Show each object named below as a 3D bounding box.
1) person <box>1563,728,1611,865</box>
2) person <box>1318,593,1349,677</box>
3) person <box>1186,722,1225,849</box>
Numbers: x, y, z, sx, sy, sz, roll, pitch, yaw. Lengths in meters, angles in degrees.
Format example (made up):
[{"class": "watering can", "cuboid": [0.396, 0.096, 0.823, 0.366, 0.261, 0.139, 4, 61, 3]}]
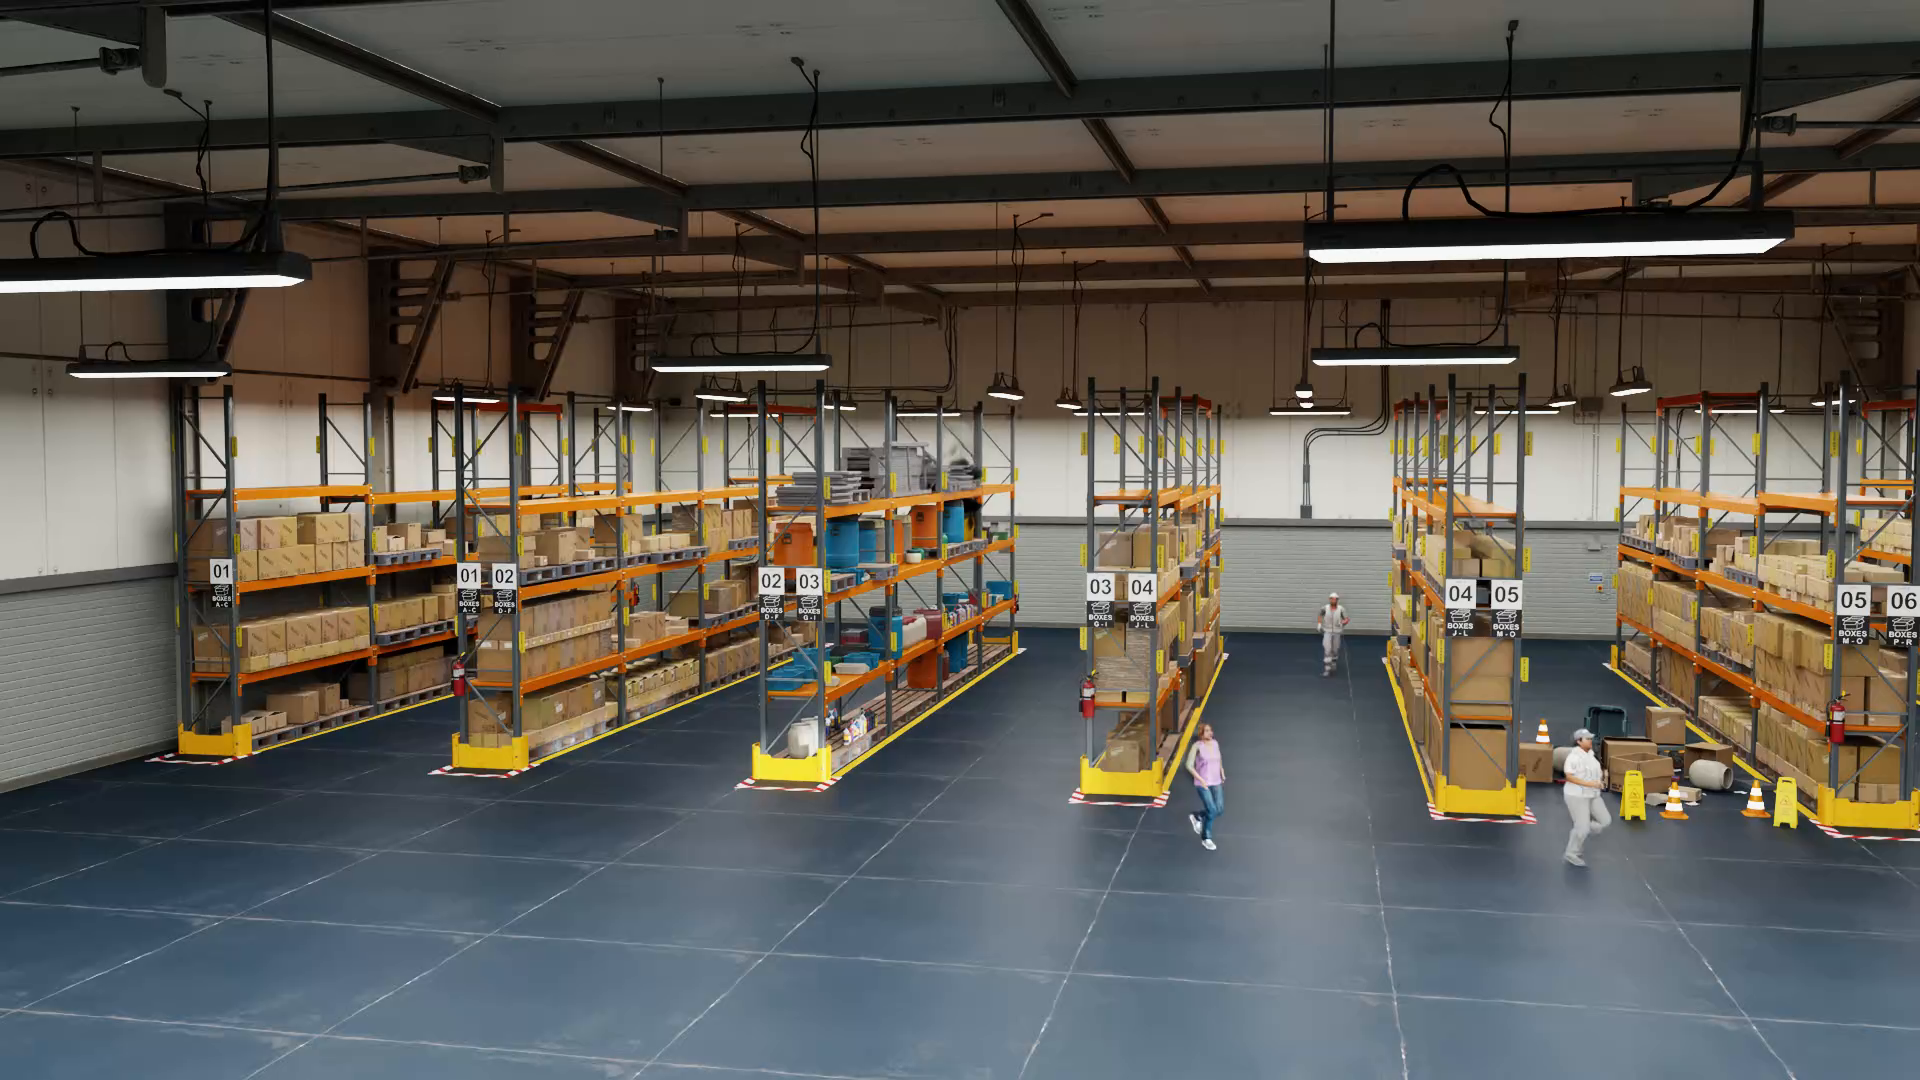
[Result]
[{"class": "person", "cuboid": [7.495, 3.071, 19.887, 0.657, 1.637, 0.527, -3, 4, -39]}, {"class": "person", "cuboid": [8.185, 2.053, 36.472, 0.674, 1.798, 0.912, 1, 3, 14]}, {"class": "person", "cuboid": [3.064, 3.062, 20.878, 0.536, 1.568, 0.506, -2, 4, -29]}]
